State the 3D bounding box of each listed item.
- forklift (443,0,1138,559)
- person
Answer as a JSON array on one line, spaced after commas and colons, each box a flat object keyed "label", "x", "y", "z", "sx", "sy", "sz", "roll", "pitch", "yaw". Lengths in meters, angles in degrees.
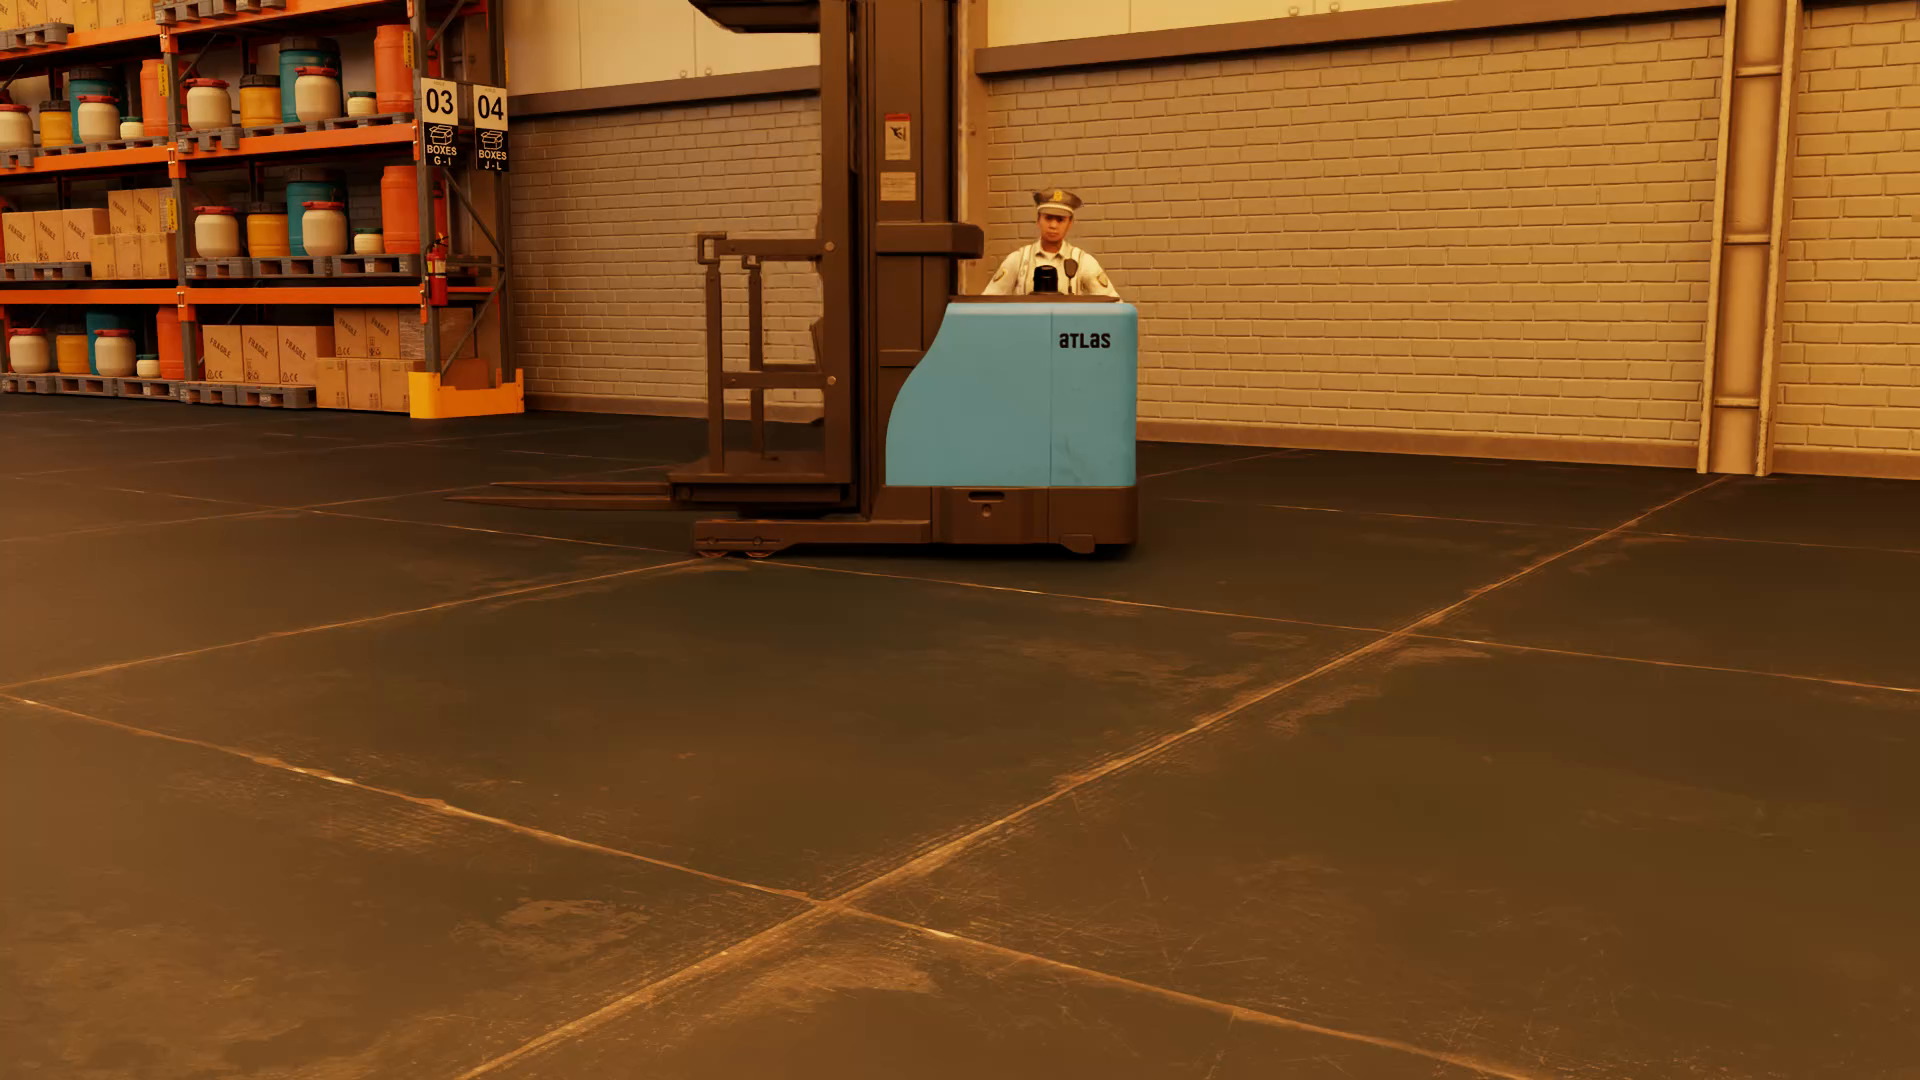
[{"label": "forklift", "x": -0.737, "y": -1.446, "z": 7.360, "sx": 3.031, "sy": 2.935, "sz": 1.130, "roll": 0, "pitch": 8, "yaw": 3}, {"label": "person", "x": 0.436, "y": -0.892, "z": 8.154, "sx": 0.814, "sy": 1.631, "sz": 0.524, "roll": 1, "pitch": 8, "yaw": 8}]
